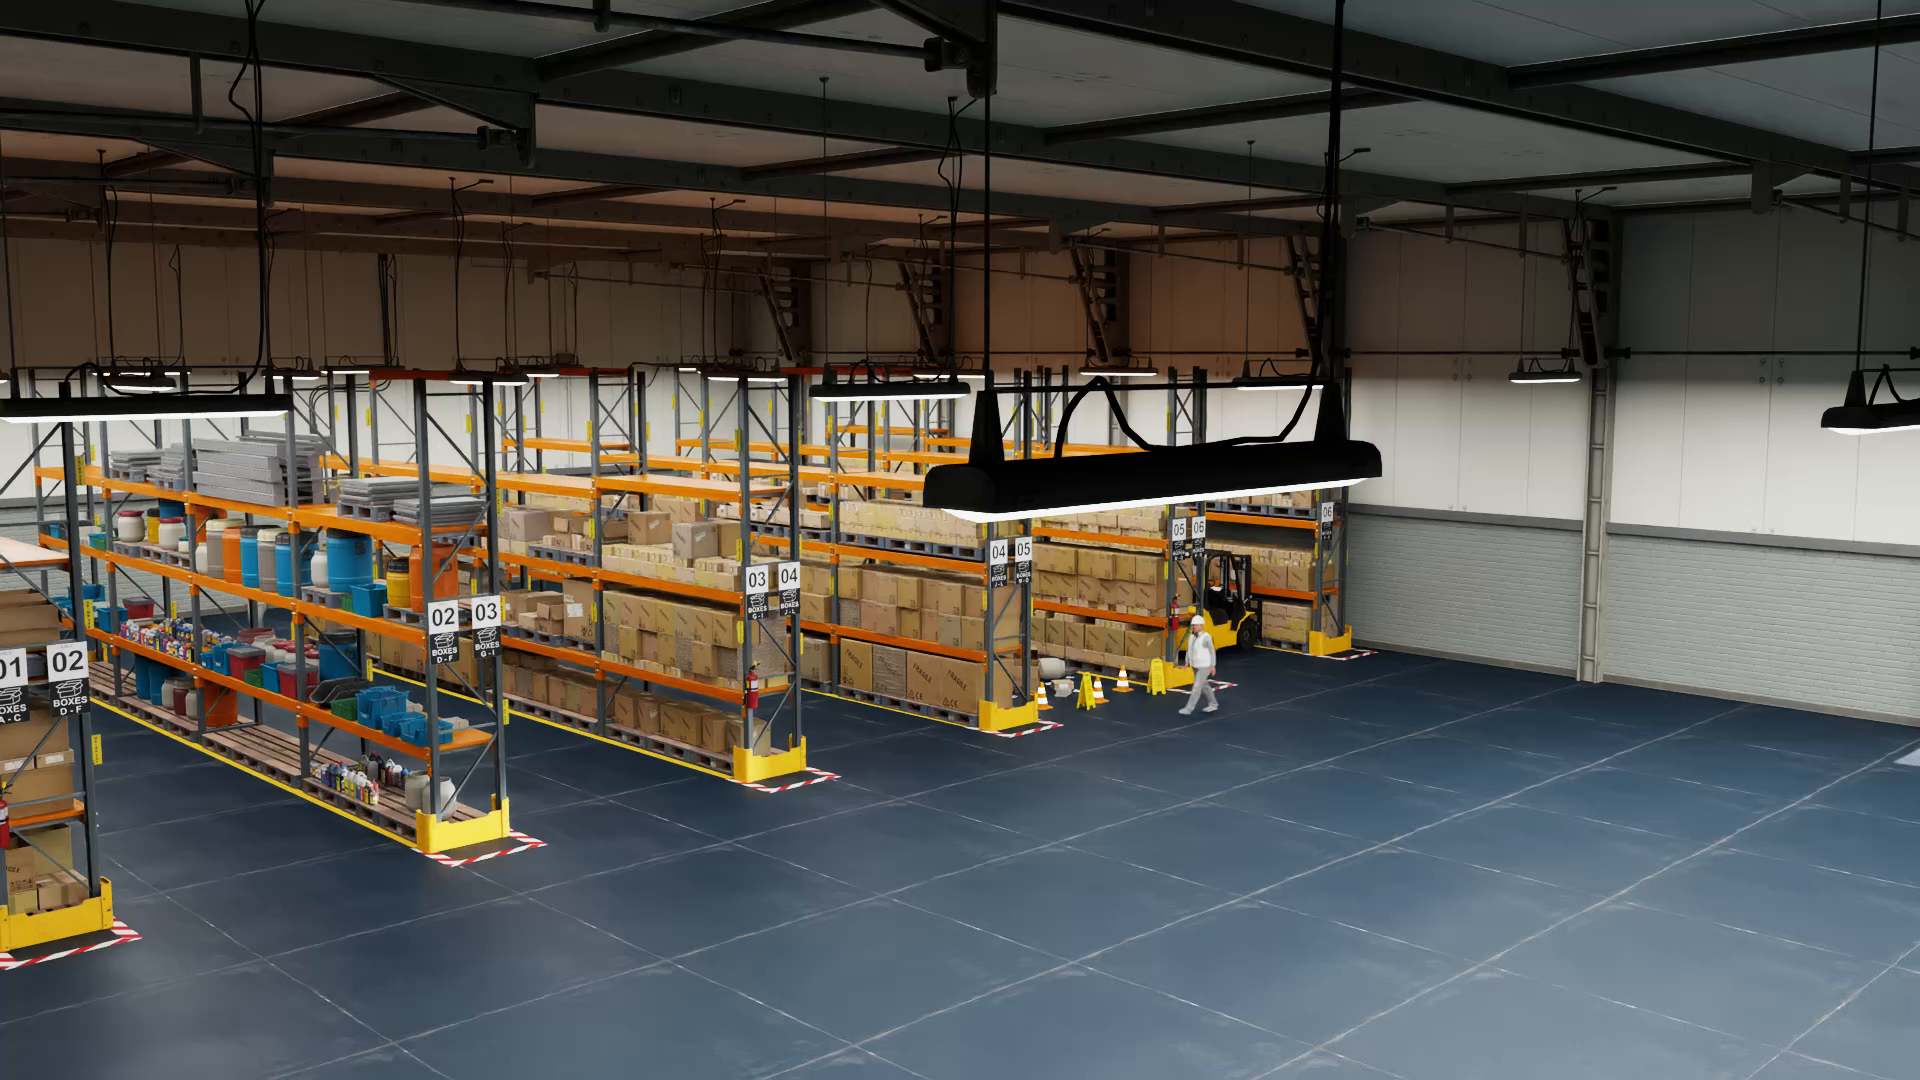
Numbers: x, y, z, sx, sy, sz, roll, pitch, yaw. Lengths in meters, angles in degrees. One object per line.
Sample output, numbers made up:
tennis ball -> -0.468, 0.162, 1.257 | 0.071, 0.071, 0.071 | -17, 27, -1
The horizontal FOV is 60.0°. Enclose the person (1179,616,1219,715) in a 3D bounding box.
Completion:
person -> 4.123, 2.178, 29.005 | 1.011, 1.722, 0.544 | -3, 7, -27

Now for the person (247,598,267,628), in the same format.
person -> -15.412, 1.420, 36.458 | 0.428, 1.585, 0.493 | -1, 7, -10
